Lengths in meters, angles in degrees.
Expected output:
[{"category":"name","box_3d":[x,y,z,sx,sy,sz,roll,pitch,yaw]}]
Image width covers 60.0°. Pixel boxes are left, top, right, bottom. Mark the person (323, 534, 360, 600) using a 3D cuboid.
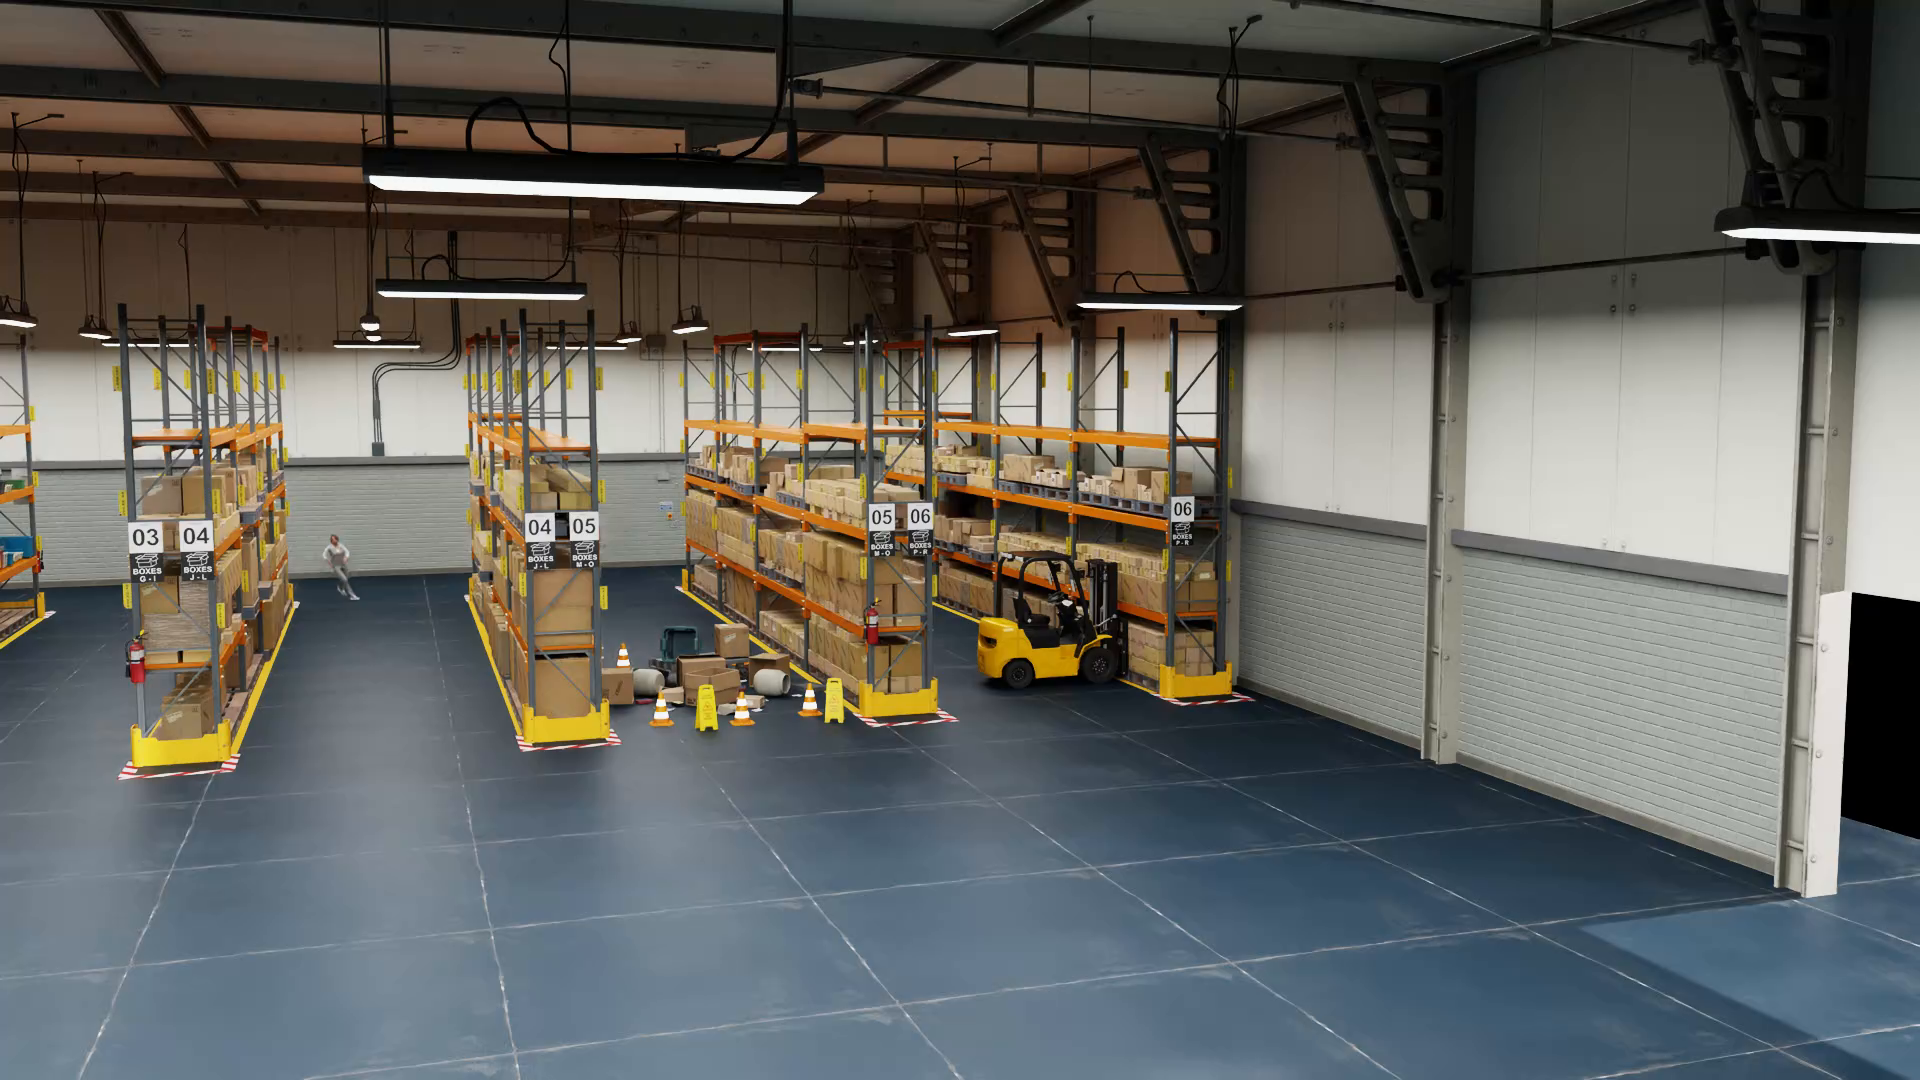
[{"category":"person","box_3d":[-14.255,0.613,38.117,0.605,1.516,0.880,-5,8,-44]}]
